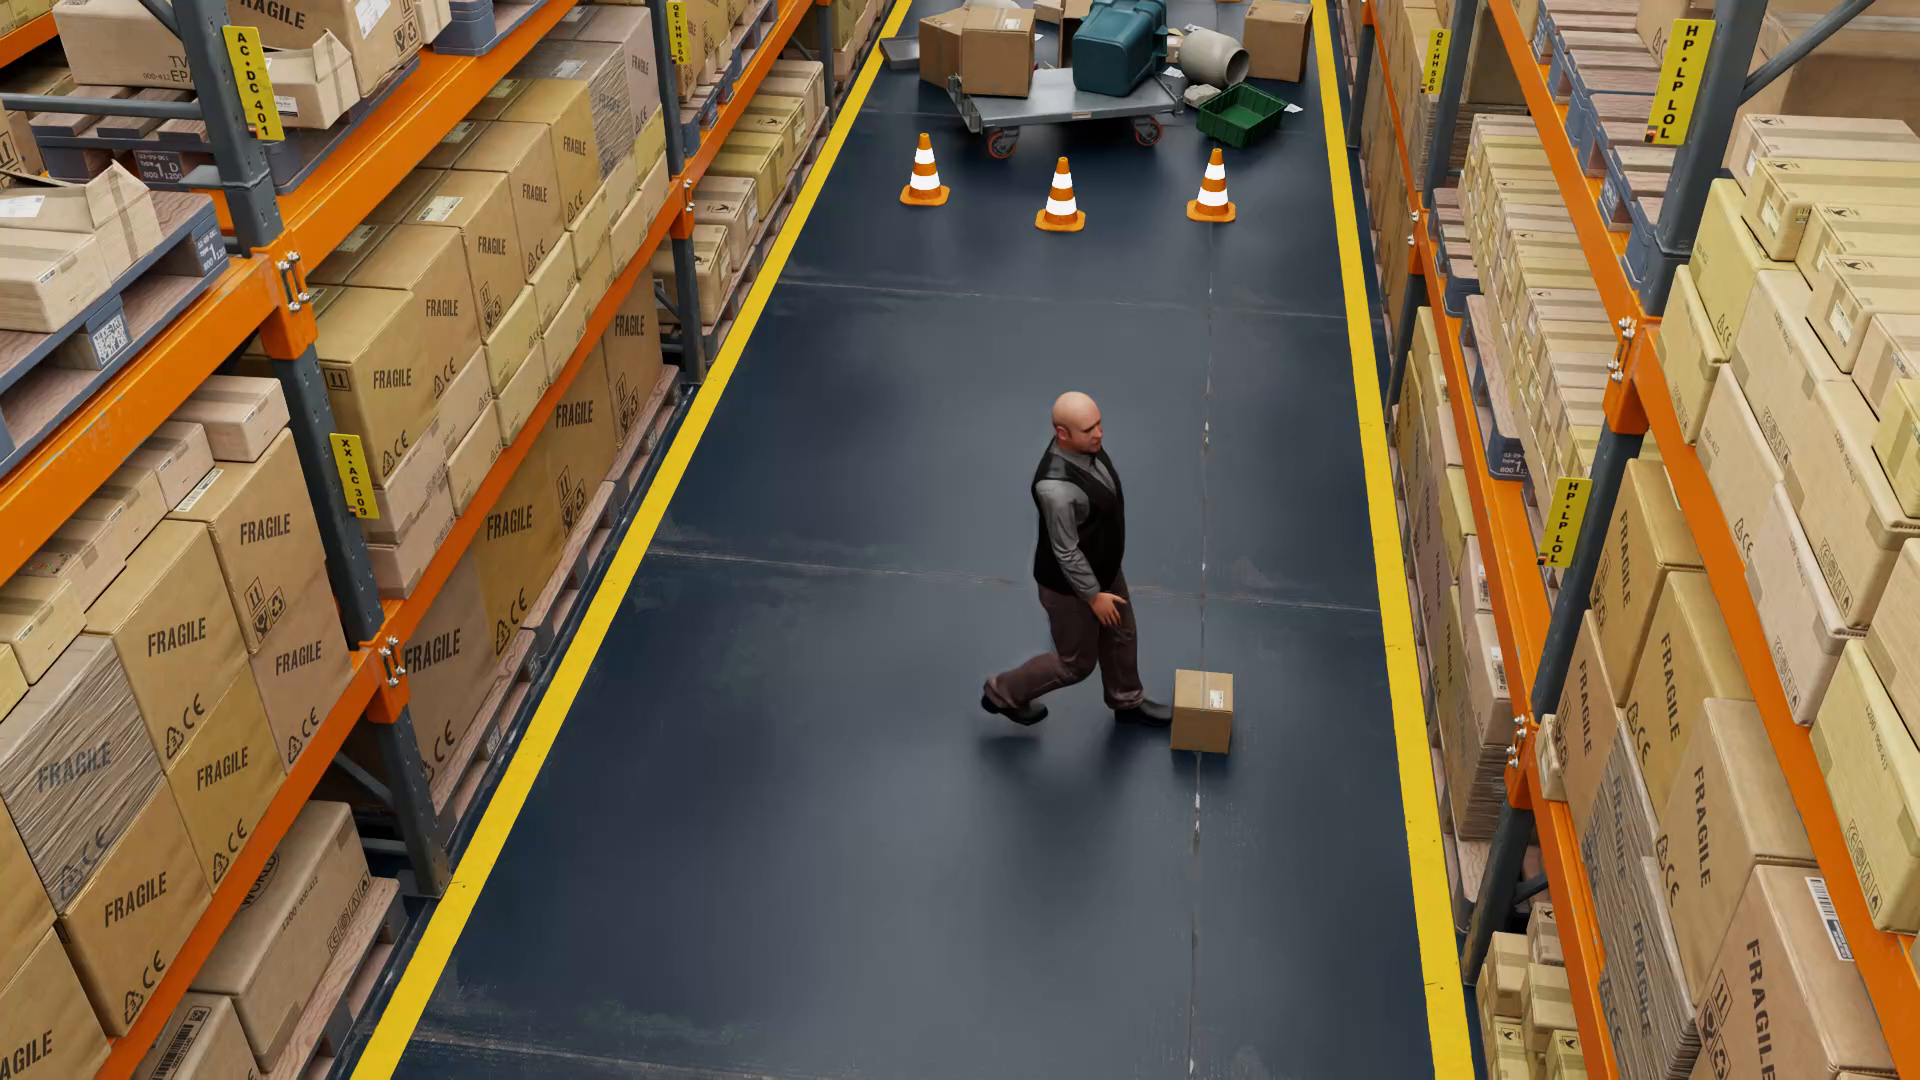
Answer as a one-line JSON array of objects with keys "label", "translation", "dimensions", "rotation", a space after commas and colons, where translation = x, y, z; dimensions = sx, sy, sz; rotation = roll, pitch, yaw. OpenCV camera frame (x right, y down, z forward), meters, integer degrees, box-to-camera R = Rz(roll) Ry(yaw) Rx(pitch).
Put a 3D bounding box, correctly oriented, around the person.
[{"label": "person", "translation": [0.532, 0.142, 6.882], "dimensions": [0.844, 1.694, 0.549], "rotation": [10, 37, 14]}]
